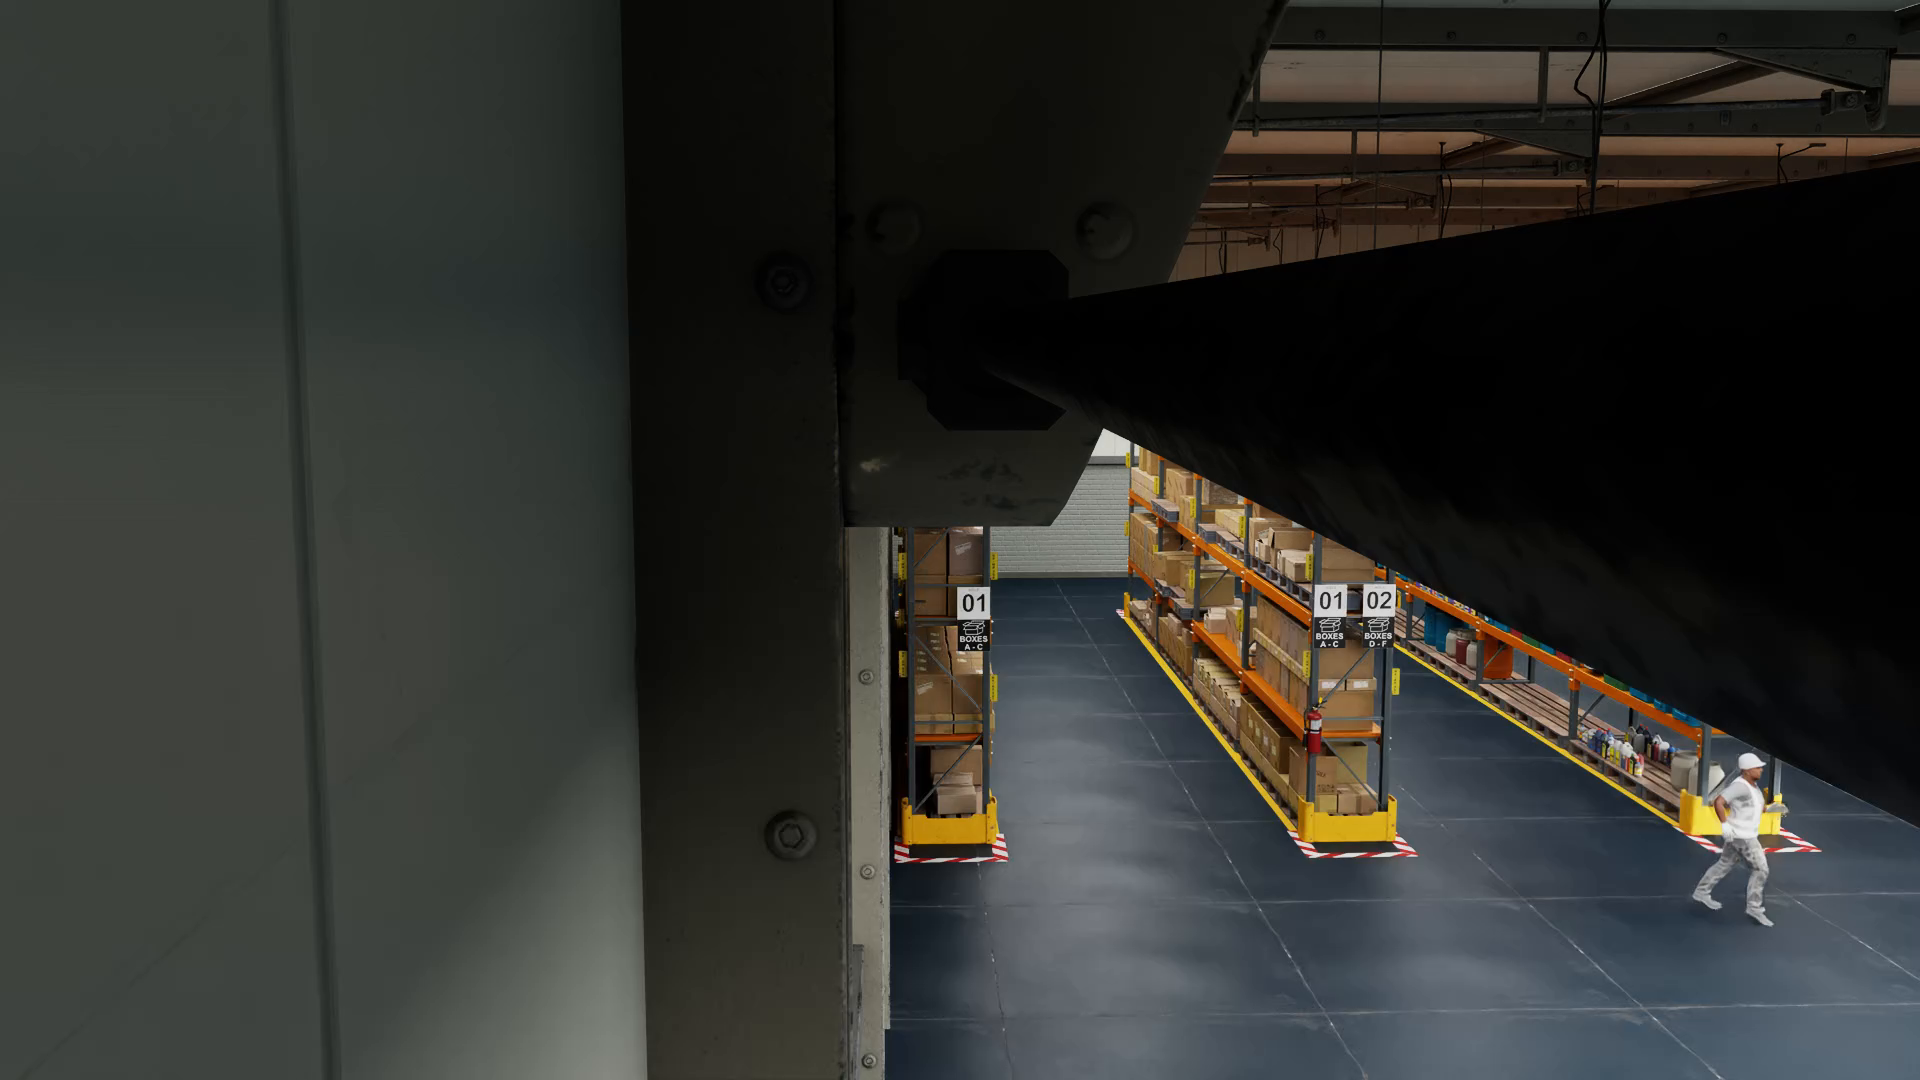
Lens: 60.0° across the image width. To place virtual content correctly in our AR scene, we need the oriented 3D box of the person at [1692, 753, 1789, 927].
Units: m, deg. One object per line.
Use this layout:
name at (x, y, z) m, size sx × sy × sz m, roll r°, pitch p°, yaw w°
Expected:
person at (8.338, 3.175, 17.759) m, size 0.884 × 1.840 × 0.661 m, roll 3°, pitch 8°, yaw 24°
